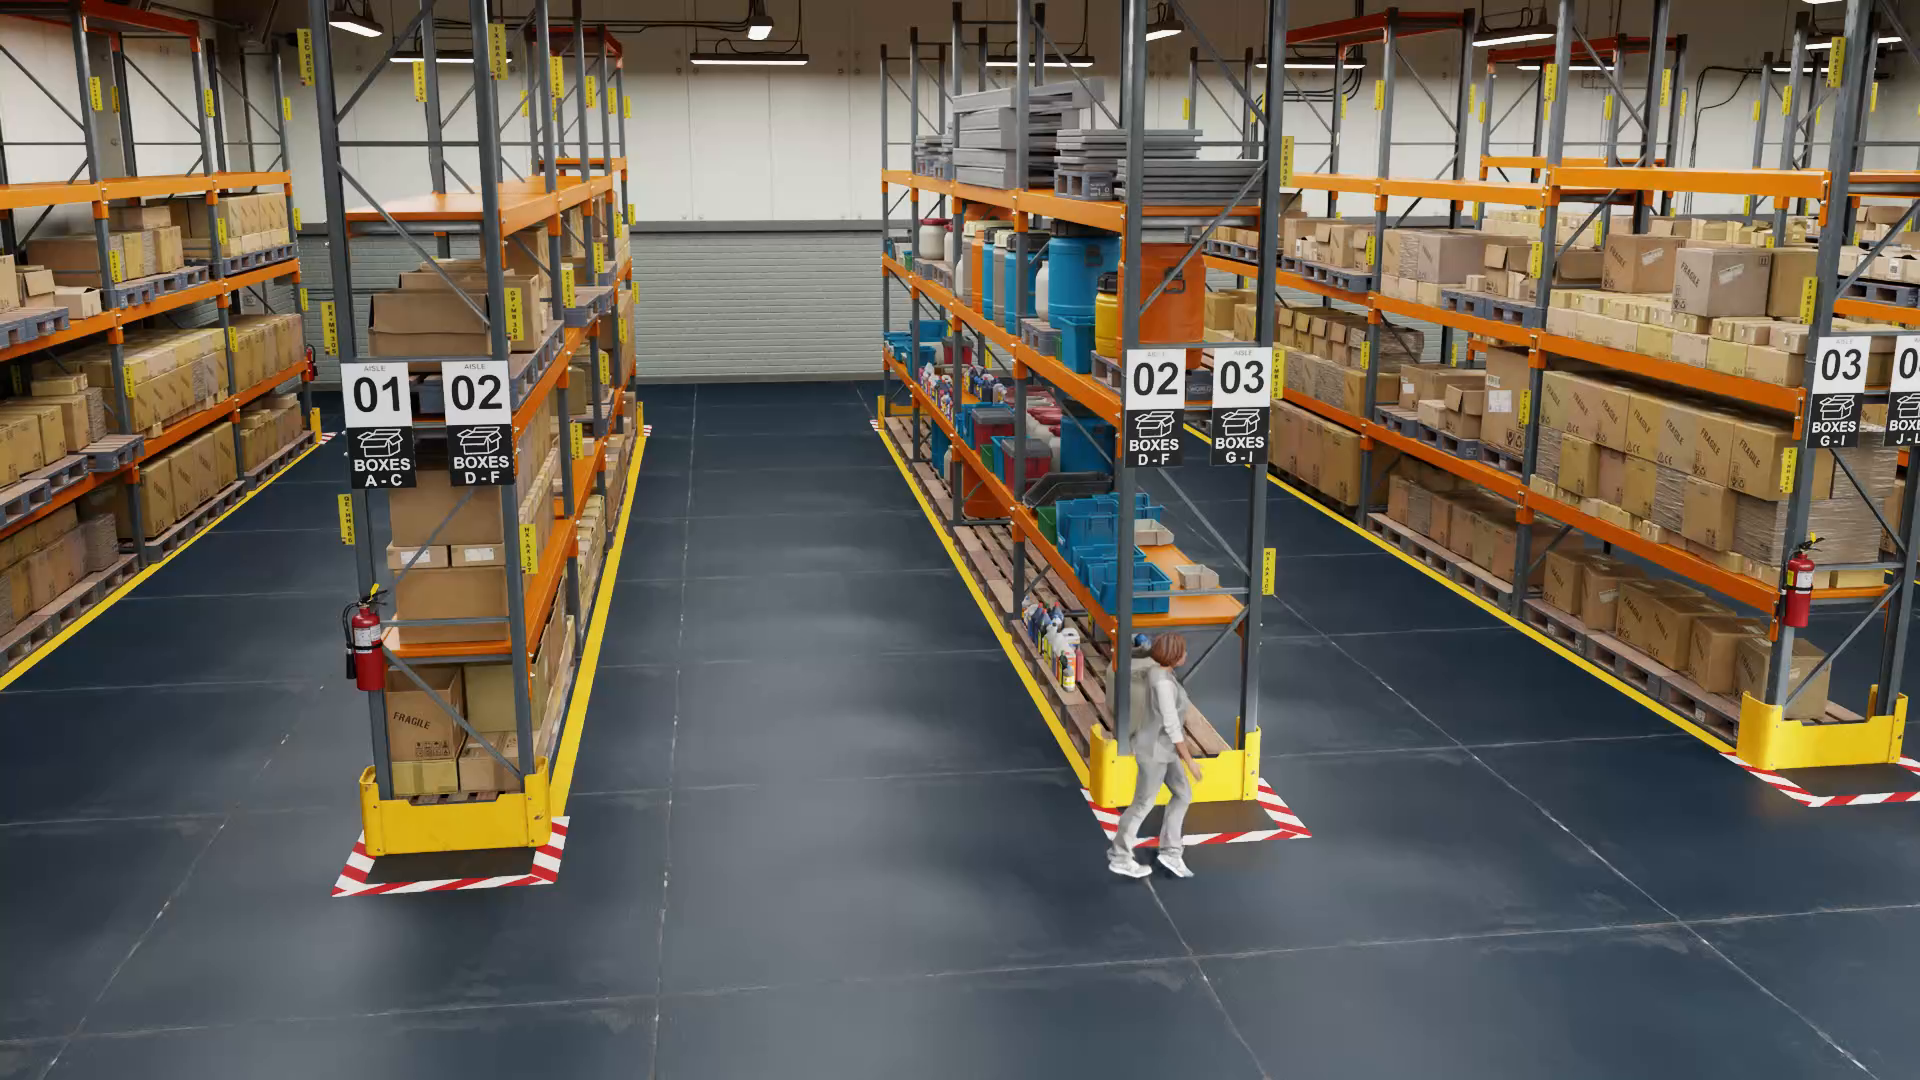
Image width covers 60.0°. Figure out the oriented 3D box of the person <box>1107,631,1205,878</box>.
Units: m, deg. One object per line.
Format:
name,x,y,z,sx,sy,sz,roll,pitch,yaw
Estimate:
person,1.216,1.359,10.349,0.580,1.650,0.517,1,13,4
